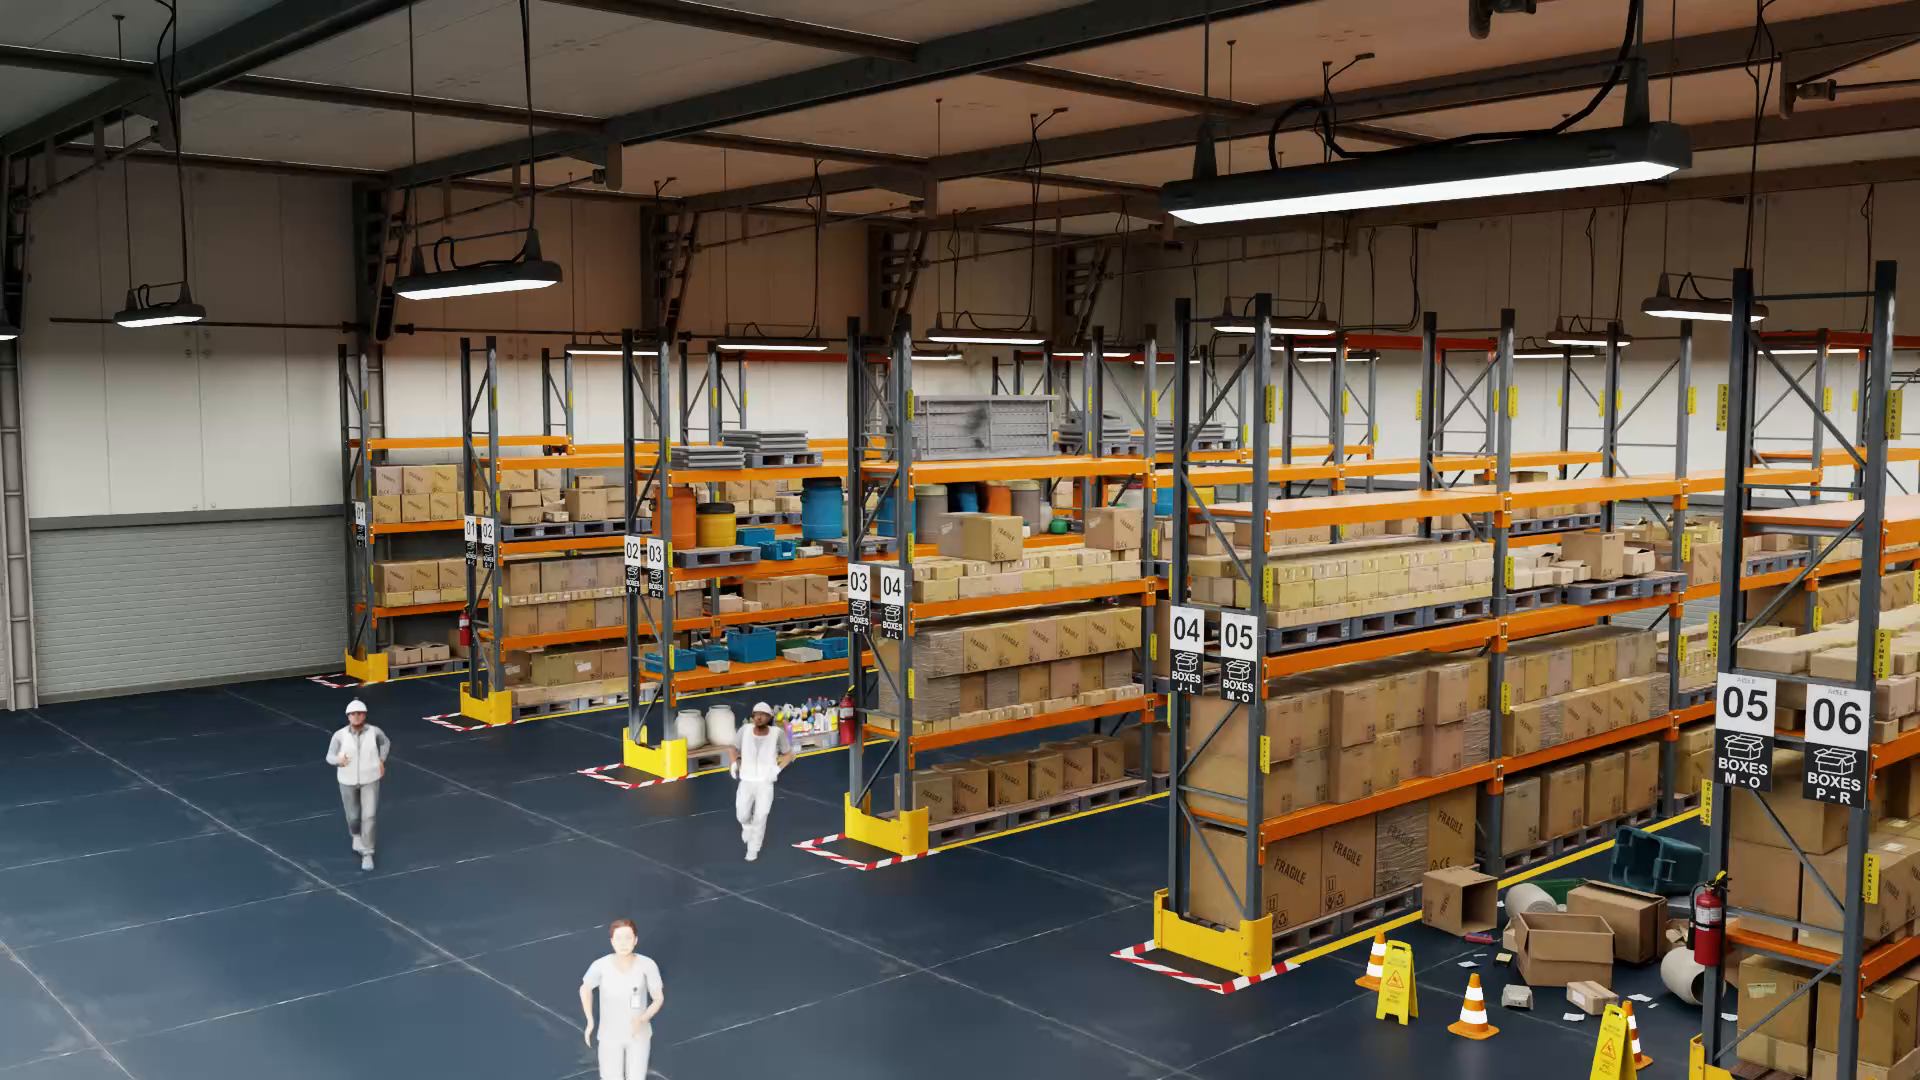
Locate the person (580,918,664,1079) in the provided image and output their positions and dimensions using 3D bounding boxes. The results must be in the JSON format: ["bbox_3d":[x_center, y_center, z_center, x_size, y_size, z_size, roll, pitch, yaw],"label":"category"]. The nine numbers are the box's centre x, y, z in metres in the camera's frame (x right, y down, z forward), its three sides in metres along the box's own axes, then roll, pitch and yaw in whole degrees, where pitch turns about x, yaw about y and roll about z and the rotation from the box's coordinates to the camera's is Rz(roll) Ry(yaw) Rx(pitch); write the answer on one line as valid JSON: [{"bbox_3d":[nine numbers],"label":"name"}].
[{"bbox_3d":[-2.261,3.356,11.156,0.557,1.630,0.553,-1,5,-12],"label":"person"}]

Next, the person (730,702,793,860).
[{"bbox_3d":[-2.211,2.651,18.495,0.708,1.731,0.579,0,5,4],"label":"person"}]

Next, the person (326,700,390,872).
[{"bbox_3d":[-6.559,2.633,18.153,0.657,1.777,0.949,-2,5,-19],"label":"person"}]
